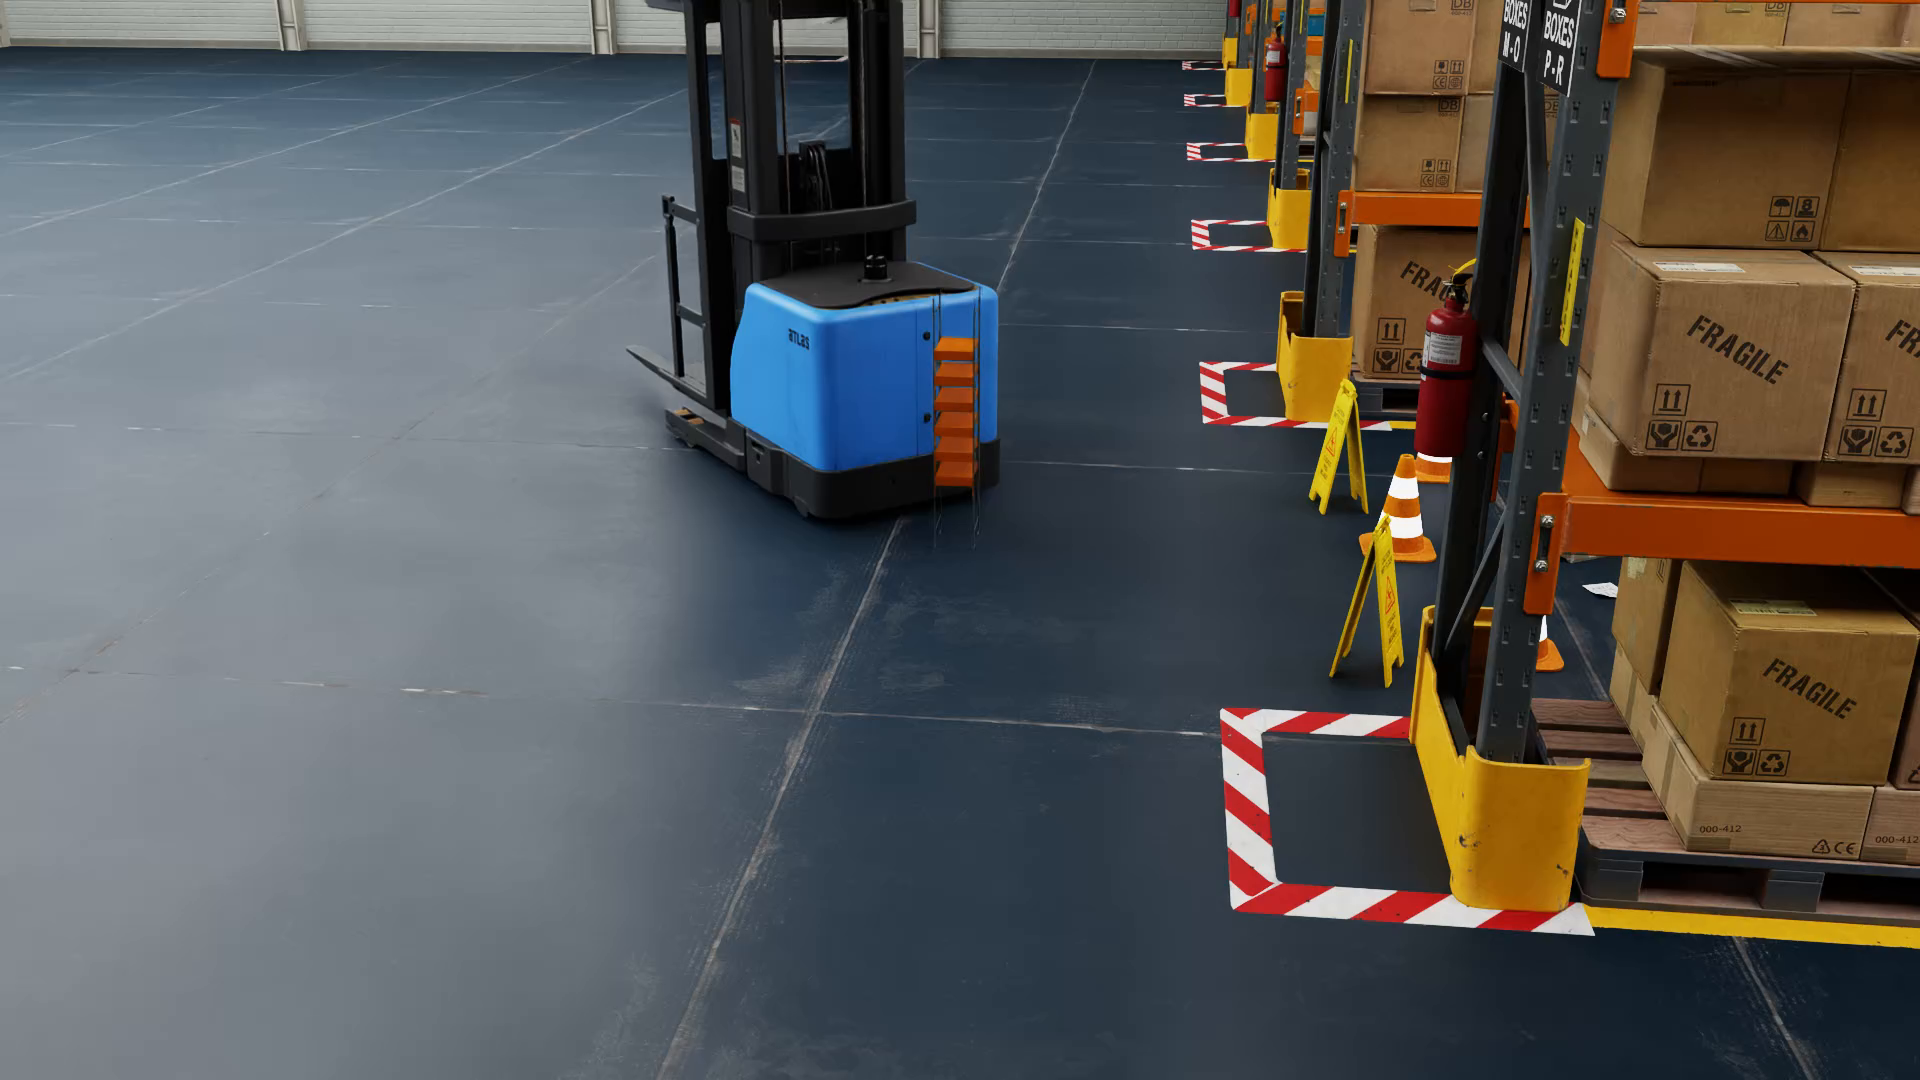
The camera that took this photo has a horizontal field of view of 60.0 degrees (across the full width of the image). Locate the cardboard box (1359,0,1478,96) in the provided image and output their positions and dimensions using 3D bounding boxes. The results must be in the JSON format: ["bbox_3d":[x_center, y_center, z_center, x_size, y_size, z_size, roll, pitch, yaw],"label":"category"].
[{"bbox_3d":[2.532,-2.833,9.354,0.550,0.550,0.875,2,22,6],"label":"cardboard box"}]

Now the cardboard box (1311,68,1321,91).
[{"bbox_3d":[3.107,-3.882,14.021,0.250,0.149,0.380,2,22,6],"label":"cardboard box"}]

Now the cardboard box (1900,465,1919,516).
[{"bbox_3d":[2.752,-0.198,4.703,0.250,0.149,0.380,3,22,7],"label":"cardboard box"}]

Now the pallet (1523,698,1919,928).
[{"bbox_3d":[2.564,0.868,5.457,1.213,0.211,1.003,2,22,6],"label":"pallet"}]

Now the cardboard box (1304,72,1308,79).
[{"bbox_3d":[5.025,-6.507,23.487,0.500,0.250,0.500,2,22,6],"label":"cardboard box"}]

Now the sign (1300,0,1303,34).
[{"bbox_3d":[2.789,-4.303,13.566,0.005,0.325,0.100,2,22,6],"label":"sign"}]

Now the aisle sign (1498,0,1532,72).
[{"bbox_3d":[1.659,-1.797,4.871,0.004,0.787,0.394,2,22,6],"label":"aisle sign"}]

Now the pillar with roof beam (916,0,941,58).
[{"bbox_3d":[-1.067,-11.287,24.249,0.400,9.000,9.100,2,22,6],"label":"pillar with roof beam"}]

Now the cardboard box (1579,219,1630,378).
[{"bbox_3d":[2.258,-0.742,5.196,0.500,0.500,0.500,2,22,5],"label":"cardboard box"}]

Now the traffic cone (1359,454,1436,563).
[{"bbox_3d":[2.058,-0.173,7.747,0.334,0.463,0.336,2,22,6],"label":"traffic cone"}]

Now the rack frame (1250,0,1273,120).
[{"bbox_3d":[3.435,-5.906,18.800,0.127,3.000,1.000,2,22,6],"label":"rack frame"}]

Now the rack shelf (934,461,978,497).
[{"bbox_3d":[-0.014,-0.294,7.825,0.180,0.103,0.258,2,22,6],"label":"rack shelf"}]

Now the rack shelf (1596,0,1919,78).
[{"bbox_3d":[3.672,-1.454,4.436,4.000,0.370,1.077,2,22,6],"label":"rack shelf"}]

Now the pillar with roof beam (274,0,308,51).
[{"bbox_3d":[-12.983,-11.806,25.563,0.400,9.000,9.100,2,22,6],"label":"pillar with roof beam"}]

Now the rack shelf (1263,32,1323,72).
[{"bbox_3d":[5.422,-5.485,18.713,4.000,0.370,1.077,2,22,6],"label":"rack shelf"}]

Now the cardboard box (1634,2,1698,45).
[{"bbox_3d":[3.630,-2.769,9.192,0.550,0.550,0.875,2,22,6],"label":"cardboard box"}]

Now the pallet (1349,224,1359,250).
[{"bbox_3d":[3.731,-2.750,14.609,1.213,0.211,1.003,2,22,6],"label":"pallet"}]

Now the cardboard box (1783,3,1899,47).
[{"bbox_3d":[4.698,-2.774,9.203,0.550,0.550,0.875,2,22,6],"label":"cardboard box"}]

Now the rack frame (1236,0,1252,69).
[{"bbox_3d":[4.022,-7.715,23.374,0.127,3.000,1.000,2,22,6],"label":"rack frame"}]

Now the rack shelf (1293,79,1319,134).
[{"bbox_3d":[4.839,-3.677,14.139,4.000,0.370,1.077,2,22,6],"label":"rack shelf"}]

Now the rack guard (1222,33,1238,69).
[{"bbox_3d":[4.677,-8.358,28.400,0.348,0.500,1.175,2,22,6],"label":"rack guard"}]

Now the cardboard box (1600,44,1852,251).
[{"bbox_3d":[2.219,-1.187,4.963,0.500,0.500,0.700,2,22,5],"label":"cardboard box"}]

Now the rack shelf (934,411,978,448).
[{"bbox_3d":[-0.014,-0.517,7.737,0.180,0.103,0.258,2,22,6],"label":"rack shelf"}]

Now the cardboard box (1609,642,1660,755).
[{"bbox_3d":[2.544,0.541,5.660,0.500,0.250,0.500,2,22,6],"label":"cardboard box"}]

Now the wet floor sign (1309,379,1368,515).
[{"bbox_3d":[1.907,-0.475,8.264,0.232,0.644,0.267,-1,22,-3],"label":"wet floor sign"}]

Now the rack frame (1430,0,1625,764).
[{"bbox_3d":[1.686,-0.480,5.074,0.127,3.000,1.000,2,22,6],"label":"rack frame"}]

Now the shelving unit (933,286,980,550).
[{"bbox_3d":[-0.014,-0.559,7.721,0.189,1.200,0.258,2,22,6],"label":"shelving unit"}]

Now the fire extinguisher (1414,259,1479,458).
[{"bbox_3d":[1.627,-0.617,5.526,0.183,0.674,0.296,2,22,6],"label":"fire extinguisher"}]

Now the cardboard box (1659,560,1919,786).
[{"bbox_3d":[2.478,0.391,5.019,0.500,0.500,0.500,2,22,4],"label":"cardboard box"}]

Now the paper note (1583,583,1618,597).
[{"bbox_3d":[2.859,0.215,7.355,0.142,0.019,0.148,-5,22,-12],"label":"paper note"}]

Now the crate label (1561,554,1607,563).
[{"bbox_3d":[2.846,-0.010,7.778,0.298,0.136,0.250,-9,23,-22],"label":"crate label"}]

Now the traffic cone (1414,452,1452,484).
[{"bbox_3d":[2.529,-0.570,8.753,0.334,0.463,0.336,2,22,6],"label":"traffic cone"}]

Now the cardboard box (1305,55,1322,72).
[{"bbox_3d":[5.025,-6.855,23.347,0.500,0.500,0.500,2,22,6],"label":"cardboard box"}]

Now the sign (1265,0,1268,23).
[{"bbox_3d":[3.366,-5.835,18.241,0.005,0.325,0.100,2,22,6],"label":"sign"}]

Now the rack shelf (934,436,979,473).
[{"bbox_3d":[-0.014,-0.406,7.781,0.180,0.103,0.258,2,22,6],"label":"rack shelf"}]

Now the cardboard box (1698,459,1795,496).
[{"bbox_3d":[2.252,-0.267,4.877,0.250,0.149,0.380,3,22,7],"label":"cardboard box"}]

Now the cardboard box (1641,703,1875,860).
[{"bbox_3d":[2.455,0.739,5.159,0.500,0.250,0.500,2,22,6],"label":"cardboard box"}]

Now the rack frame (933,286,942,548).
[{"bbox_3d":[-0.105,-0.563,7.731,0.006,1.200,0.240,2,22,6],"label":"rack frame"}]

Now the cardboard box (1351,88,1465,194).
[{"bbox_3d":[2.542,-2.362,9.630,0.550,0.550,0.875,2,22,6],"label":"cardboard box"}]

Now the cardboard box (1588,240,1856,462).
[{"bbox_3d":[2.124,-0.543,4.693,0.500,0.500,0.500,2,22,5],"label":"cardboard box"}]

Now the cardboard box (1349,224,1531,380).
[{"bbox_3d":[2.850,-1.494,9.957,0.875,0.875,0.875,3,22,7],"label":"cardboard box"}]

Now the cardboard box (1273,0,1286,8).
[{"bbox_3d":[4.484,-7.736,23.293,0.500,0.500,0.700,3,22,6],"label":"cardboard box"}]

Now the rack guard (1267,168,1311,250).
[{"bbox_3d":[2.928,-2.932,14.677,0.348,0.500,1.175,2,22,6],"label":"rack guard"}]

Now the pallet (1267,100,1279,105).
[{"bbox_3d":[4.786,-6.400,23.842,1.213,0.211,1.003,2,22,6],"label":"pallet"}]

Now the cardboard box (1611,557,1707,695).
[{"bbox_3d":[2.513,0.194,5.518,0.500,0.500,0.500,3,22,7],"label":"cardboard box"}]

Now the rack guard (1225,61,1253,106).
[{"bbox_3d":[3.998,-6.553,23.836,0.348,0.500,1.175,2,22,6],"label":"rack guard"}]

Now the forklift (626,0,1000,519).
[{"bbox_3d":[-1.003,-1.955,8.899,1.130,2.935,3.031,-13,25,-29],"label":"forklift"}]
